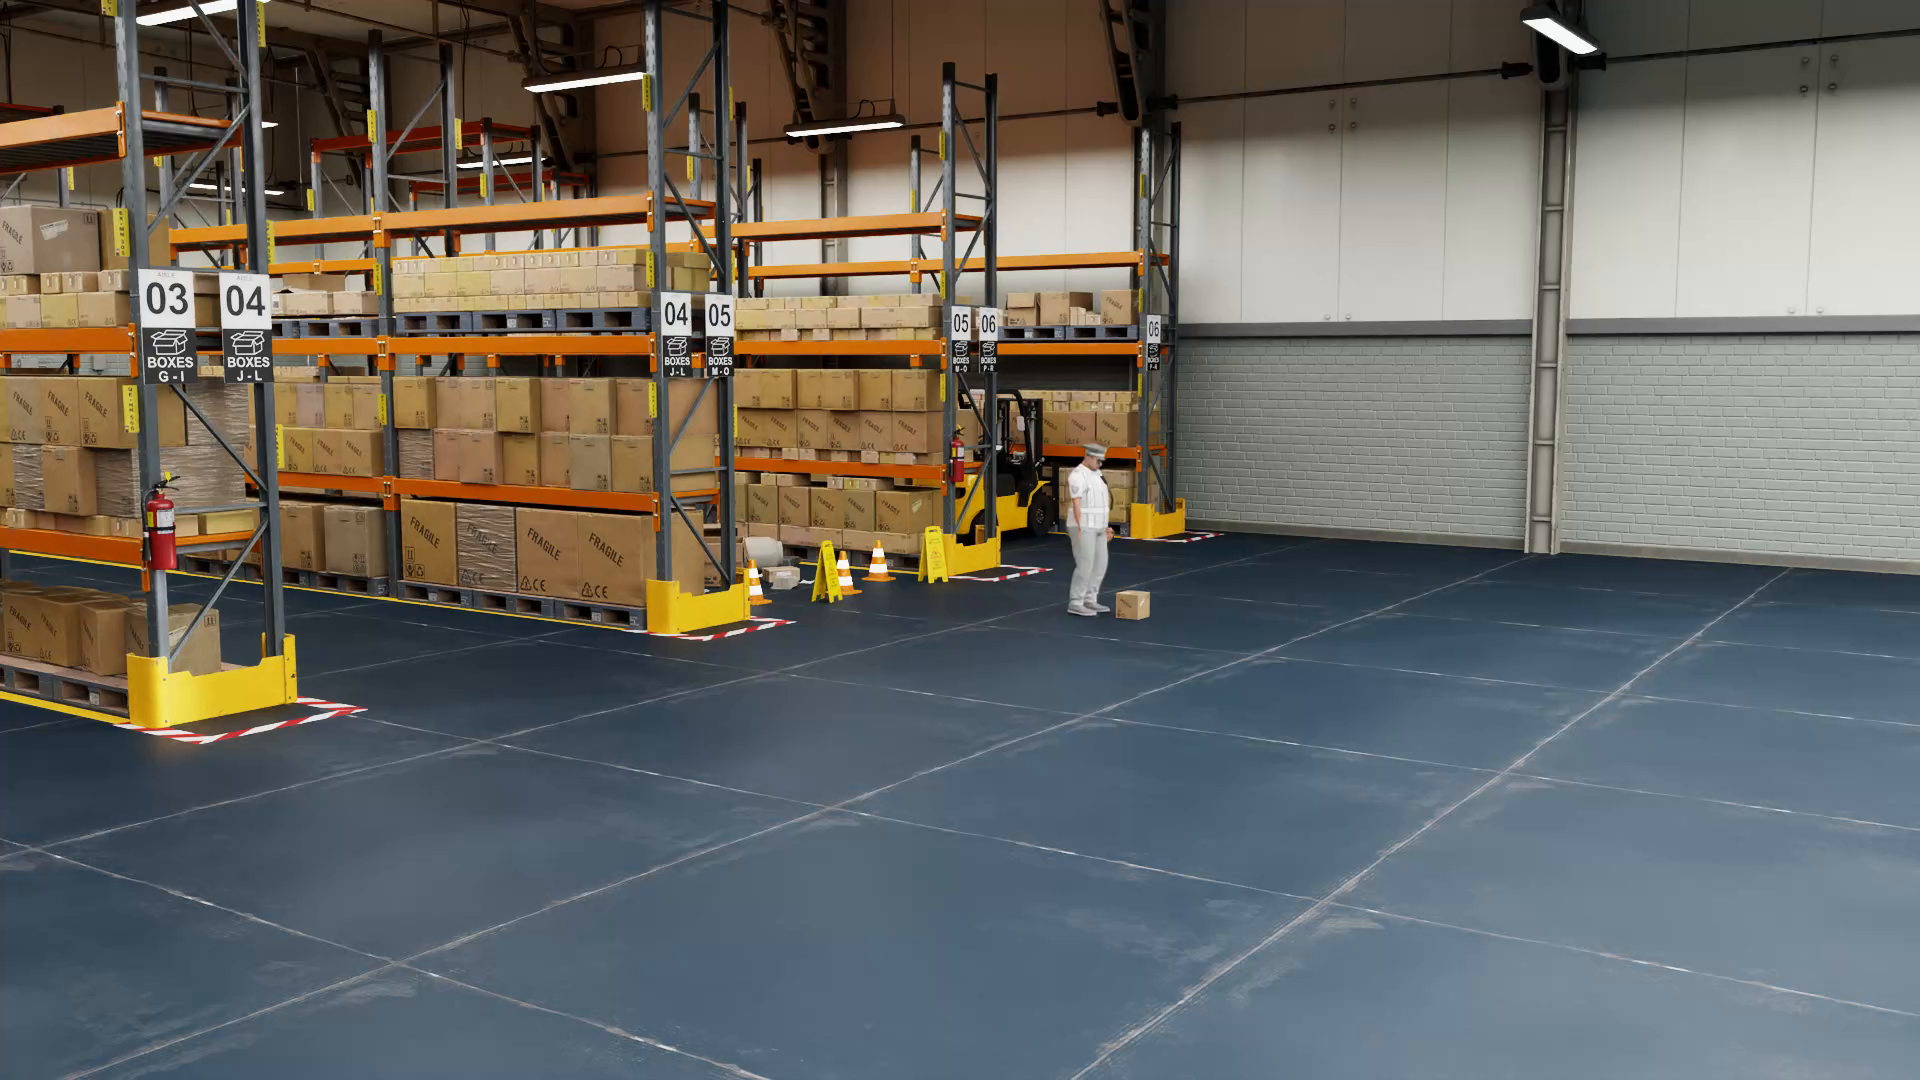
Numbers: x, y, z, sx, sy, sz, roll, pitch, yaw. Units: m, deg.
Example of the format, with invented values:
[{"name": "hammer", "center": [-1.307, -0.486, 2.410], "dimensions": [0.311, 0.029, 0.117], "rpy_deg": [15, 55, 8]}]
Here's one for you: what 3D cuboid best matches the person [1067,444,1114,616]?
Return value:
[{"name": "person", "center": [1.315, -0.114, 16.905], "dimensions": [0.387, 1.734, 0.535], "rpy_deg": [4, 8, 35]}]
